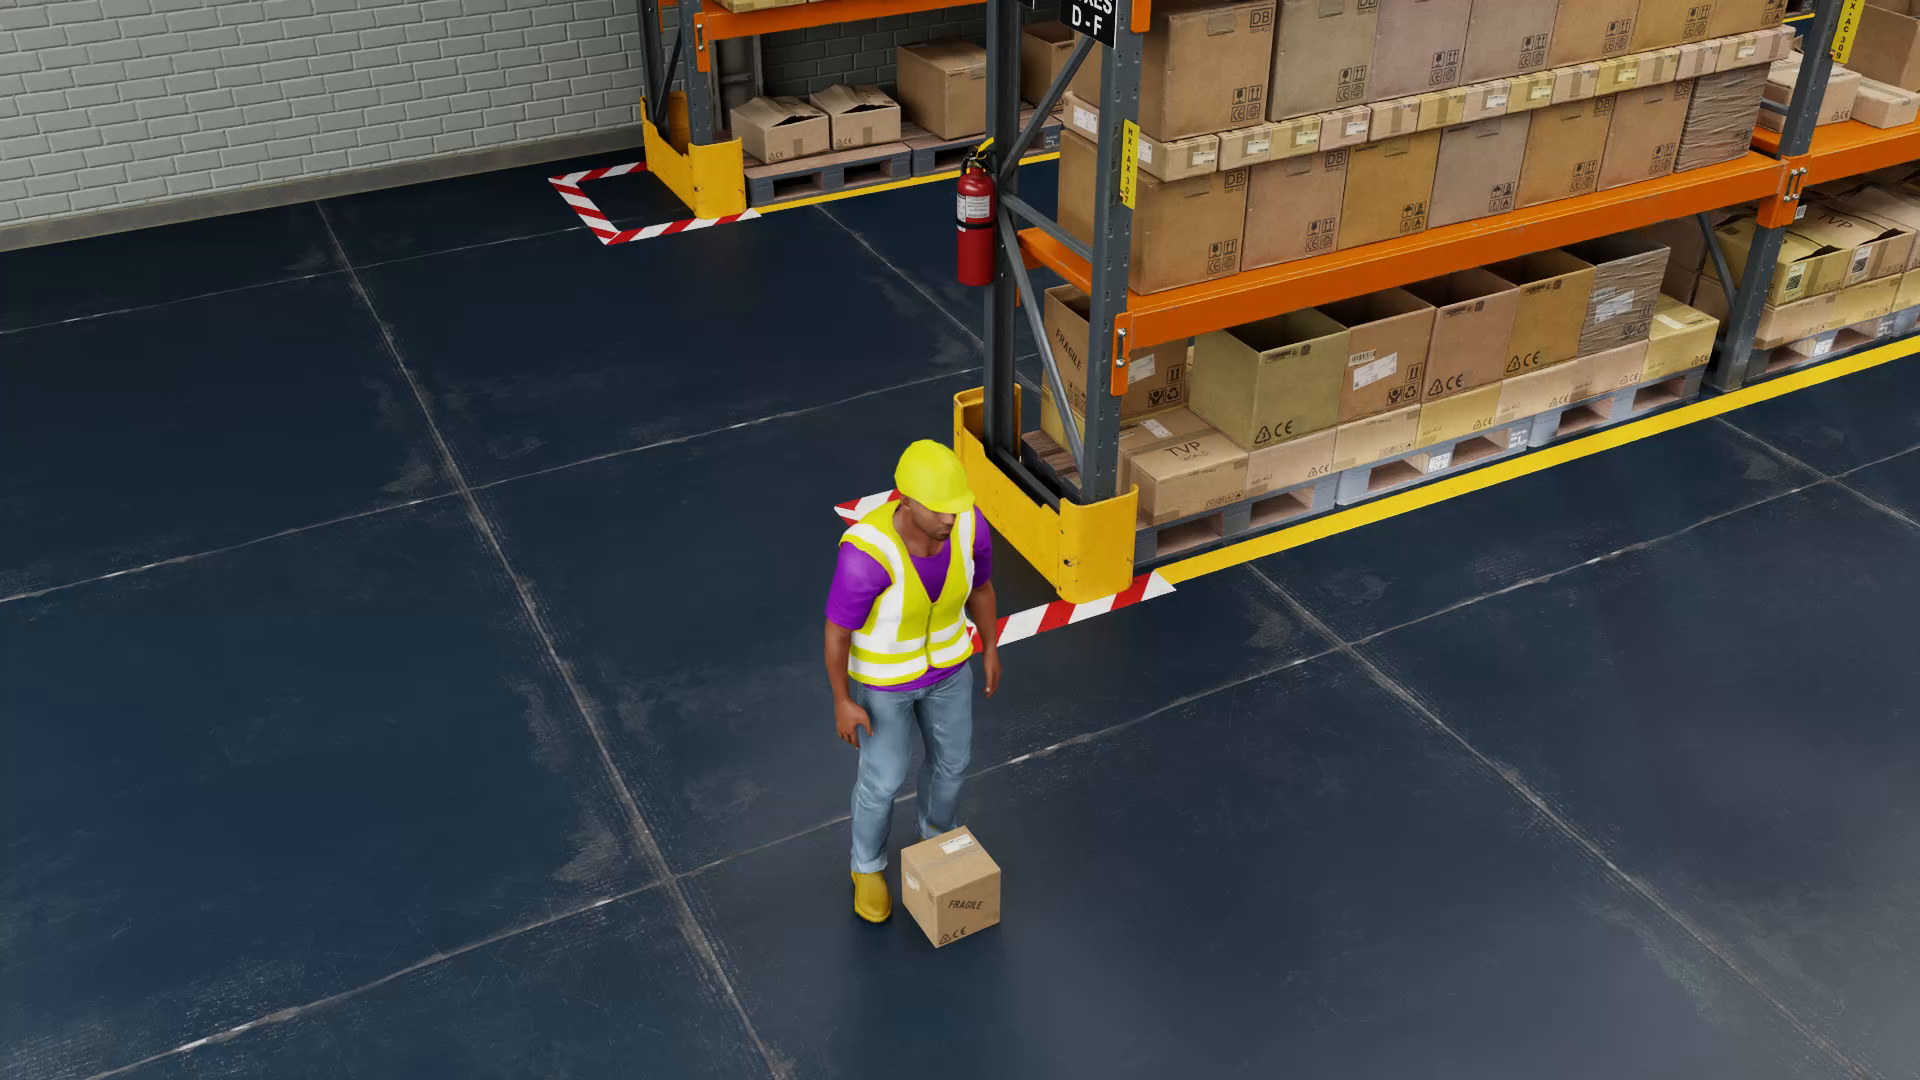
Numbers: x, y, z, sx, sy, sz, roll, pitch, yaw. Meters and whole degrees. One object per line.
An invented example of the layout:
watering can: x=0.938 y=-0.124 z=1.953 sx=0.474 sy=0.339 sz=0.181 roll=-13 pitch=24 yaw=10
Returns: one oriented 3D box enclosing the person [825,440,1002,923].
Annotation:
person: x=-0.138 y=0.440 z=5.445 sx=0.634 sy=1.756 sz=0.458 roll=-18 pitch=37 yaw=-26
